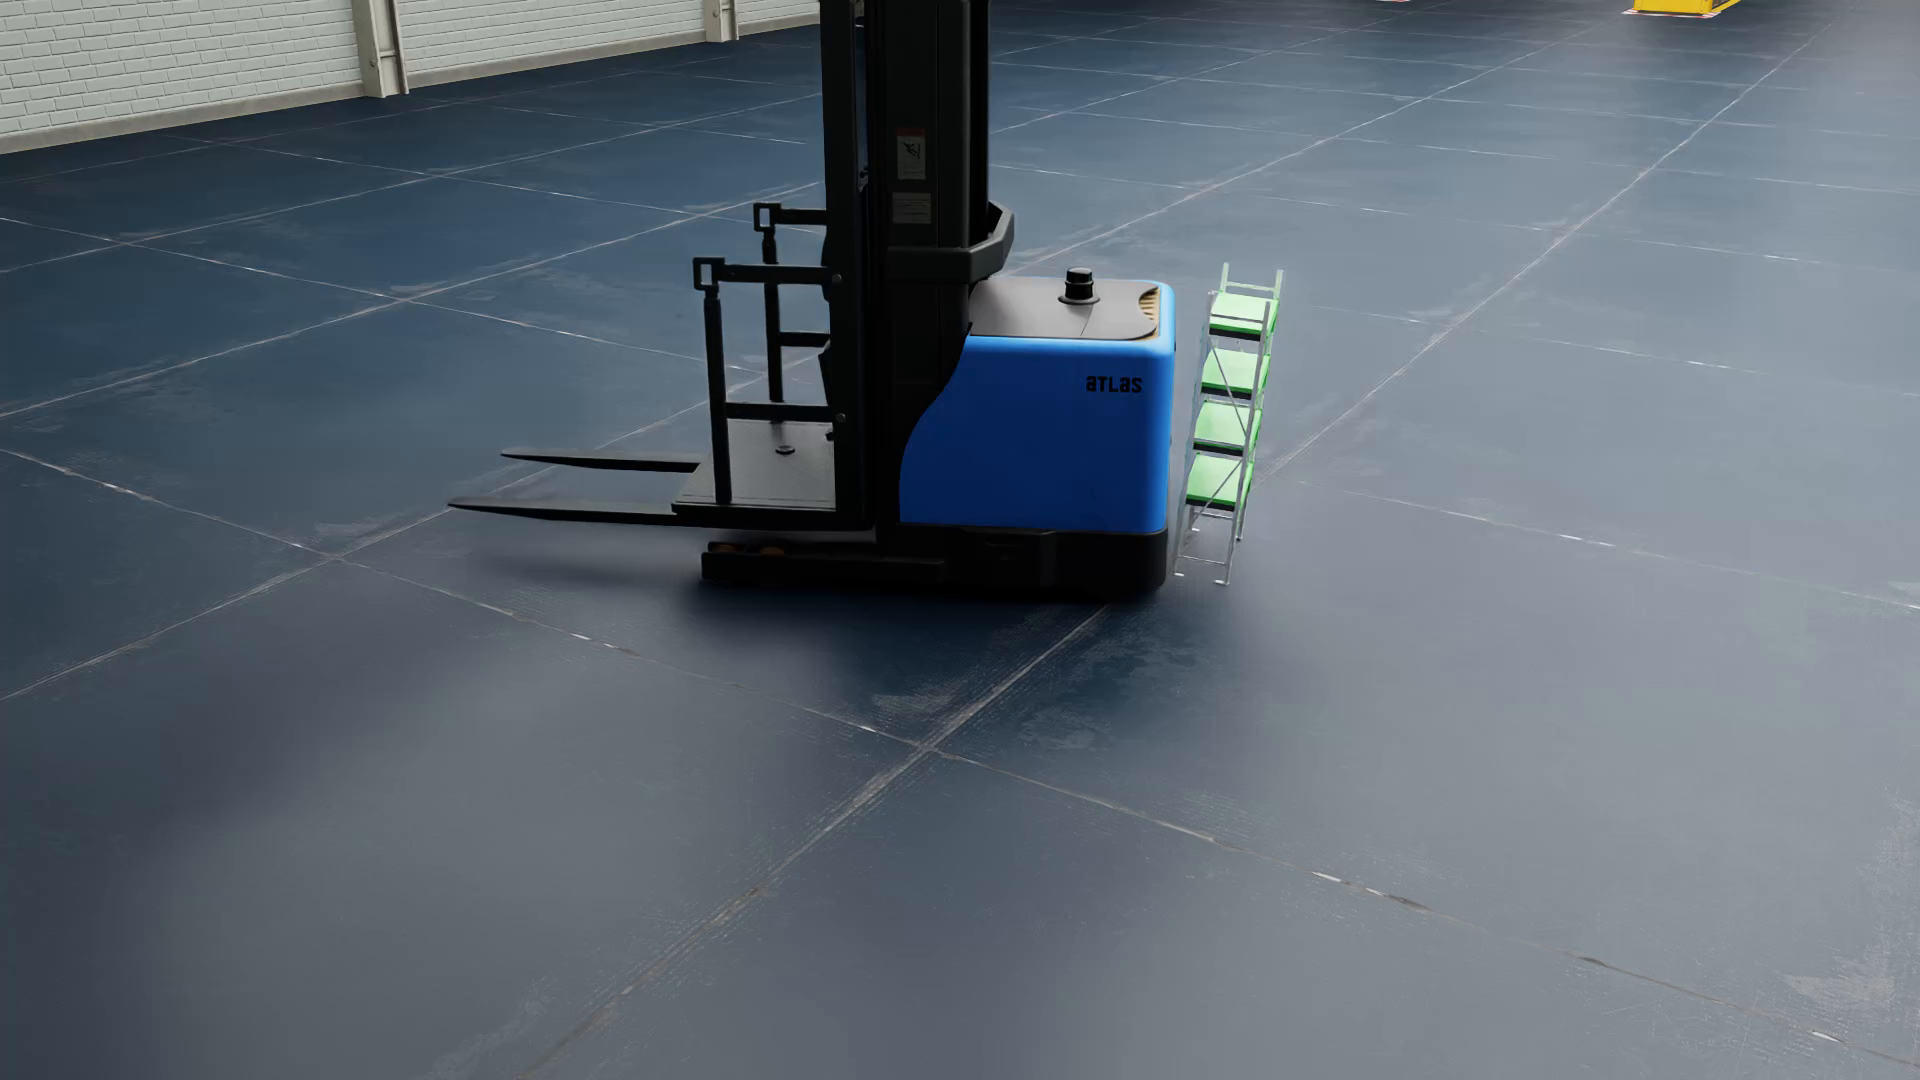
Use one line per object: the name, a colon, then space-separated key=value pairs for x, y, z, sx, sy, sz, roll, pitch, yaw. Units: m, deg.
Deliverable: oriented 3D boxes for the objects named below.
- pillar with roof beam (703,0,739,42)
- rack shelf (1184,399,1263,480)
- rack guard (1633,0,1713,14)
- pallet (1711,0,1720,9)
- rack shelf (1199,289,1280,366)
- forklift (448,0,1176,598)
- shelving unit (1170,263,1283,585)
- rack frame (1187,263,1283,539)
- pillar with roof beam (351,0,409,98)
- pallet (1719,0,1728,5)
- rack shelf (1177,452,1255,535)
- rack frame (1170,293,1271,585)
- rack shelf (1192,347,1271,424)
pillar with roof beam: x=0.263 y=-10.349 z=19.828 sx=9.100 sy=9.000 sz=0.400 roll=14 pitch=27 yaw=29
rack shelf: x=1.087 y=-0.418 z=6.844 sx=0.258 sy=0.148 sz=0.480 roll=10 pitch=25 yaw=12
rack guard: x=11.718 y=-8.943 z=27.278 sx=1.175 sy=0.500 sz=0.348 roll=14 pitch=27 yaw=29
pallet: x=12.151 y=-9.083 z=27.966 sx=1.003 sy=0.211 sz=1.213 roll=14 pitch=27 yaw=29
rack shelf: x=1.120 y=-0.854 z=6.645 sx=0.258 sy=0.148 sz=0.480 roll=10 pitch=25 yaw=12
forklift: x=-0.630 y=-1.353 z=6.685 sx=3.031 sy=2.935 sz=1.130 roll=3 pitch=24 yaw=6
shelving unit: x=1.091 y=-0.476 z=6.817 sx=0.258 sy=1.200 sz=0.503 roll=10 pitch=25 yaw=12
rack frame: x=1.155 y=-0.570 z=7.034 sx=0.240 sy=1.200 sz=0.015 roll=10 pitch=25 yaw=12
pillar with roof beam: x=-2.902 y=-8.324 z=15.151 sx=9.100 sy=9.000 sz=0.400 roll=14 pitch=27 yaw=29
pallet: x=12.796 y=-9.493 z=28.914 sx=1.003 sy=0.211 sz=1.213 roll=14 pitch=27 yaw=29
rack shelf: x=1.070 y=-0.200 z=6.943 sx=0.258 sy=0.148 sz=0.480 roll=10 pitch=25 yaw=12
rack frame: x=1.028 y=-0.382 z=6.601 sx=0.240 sy=1.200 sz=0.015 roll=10 pitch=25 yaw=12
rack shelf: x=1.104 y=-0.636 z=6.744 sx=0.258 sy=0.148 sz=0.480 roll=10 pitch=25 yaw=12
